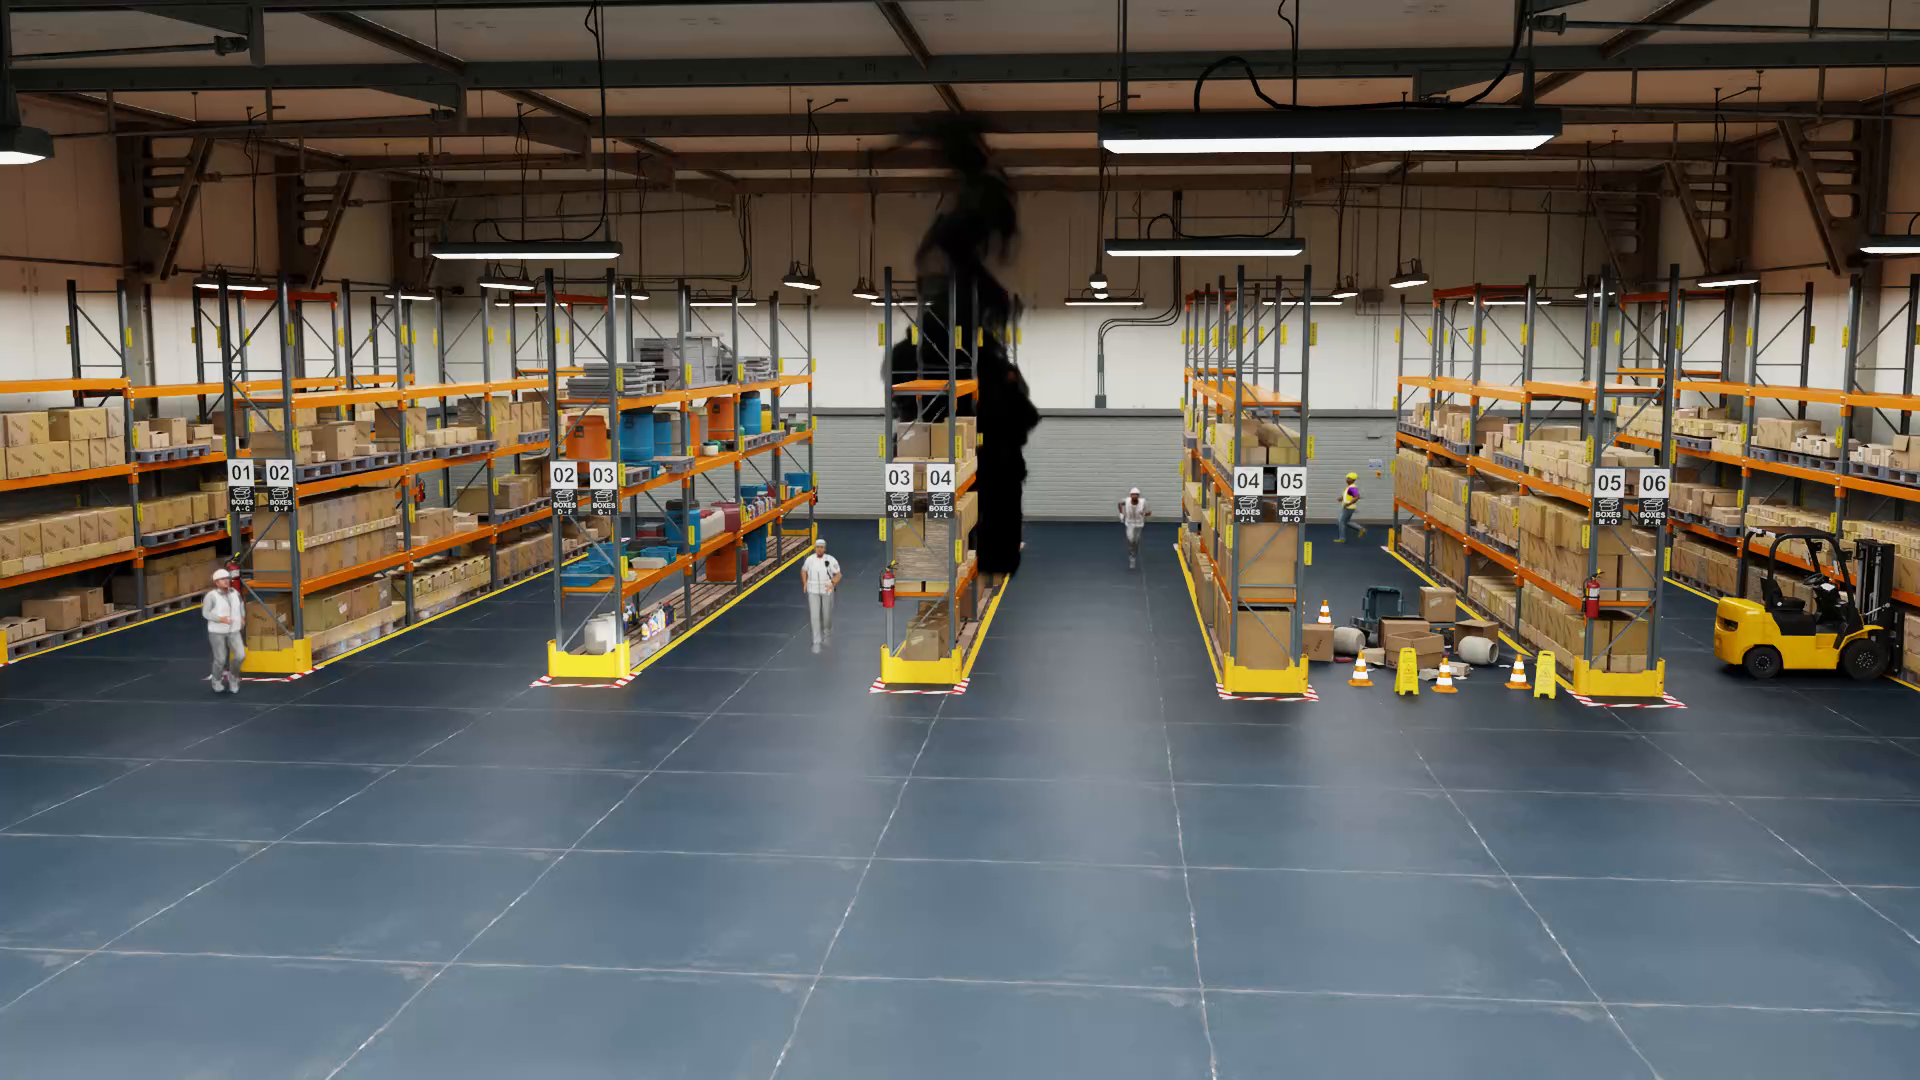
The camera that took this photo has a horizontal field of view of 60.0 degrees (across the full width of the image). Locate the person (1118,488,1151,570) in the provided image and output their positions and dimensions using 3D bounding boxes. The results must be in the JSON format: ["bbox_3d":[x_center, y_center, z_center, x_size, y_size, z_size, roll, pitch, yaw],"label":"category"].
[{"bbox_3d":[3.811,-0.272,36.377,0.674,1.789,0.980,0,7,-2],"label":"person"}]

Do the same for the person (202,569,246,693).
[{"bbox_3d":[-10.332,1.299,23.463,0.681,1.794,0.681,6,9,41],"label":"person"}]

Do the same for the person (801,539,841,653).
[{"bbox_3d":[-2.128,0.824,25.424,0.629,1.692,0.763,0,7,1],"label":"person"}]

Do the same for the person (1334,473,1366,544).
[{"bbox_3d":[9.530,-0.777,40.561,0.783,1.732,0.714,1,7,10],"label":"person"}]
